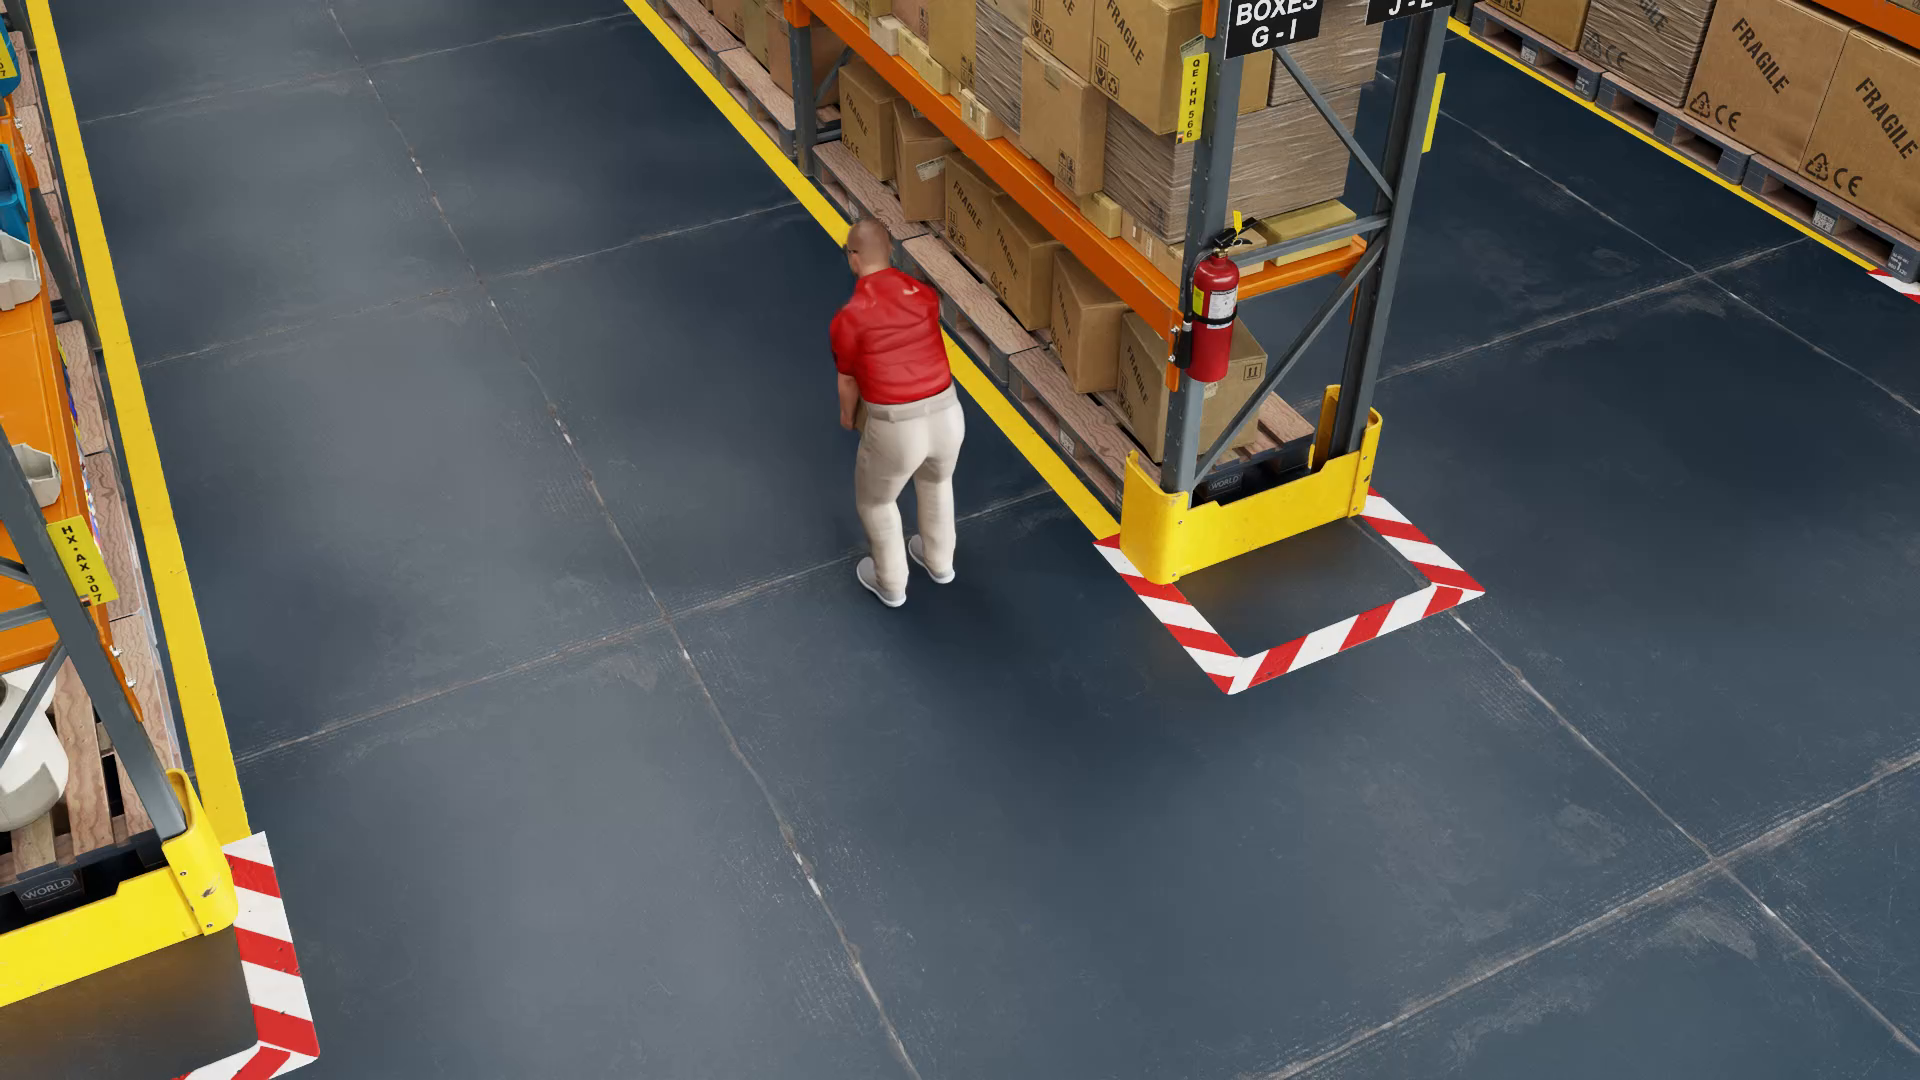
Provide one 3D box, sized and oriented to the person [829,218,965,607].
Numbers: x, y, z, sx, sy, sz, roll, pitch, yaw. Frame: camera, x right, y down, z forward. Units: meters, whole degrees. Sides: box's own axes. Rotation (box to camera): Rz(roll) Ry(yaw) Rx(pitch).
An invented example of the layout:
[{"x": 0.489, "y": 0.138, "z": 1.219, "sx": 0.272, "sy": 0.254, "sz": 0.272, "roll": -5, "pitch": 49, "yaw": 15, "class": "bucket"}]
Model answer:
[{"x": -0.264, "y": -0.495, "z": 6.802, "sx": 0.469, "sy": 1.656, "sz": 0.602, "roll": -20, "pitch": 45, "yaw": -21, "class": "person"}]
